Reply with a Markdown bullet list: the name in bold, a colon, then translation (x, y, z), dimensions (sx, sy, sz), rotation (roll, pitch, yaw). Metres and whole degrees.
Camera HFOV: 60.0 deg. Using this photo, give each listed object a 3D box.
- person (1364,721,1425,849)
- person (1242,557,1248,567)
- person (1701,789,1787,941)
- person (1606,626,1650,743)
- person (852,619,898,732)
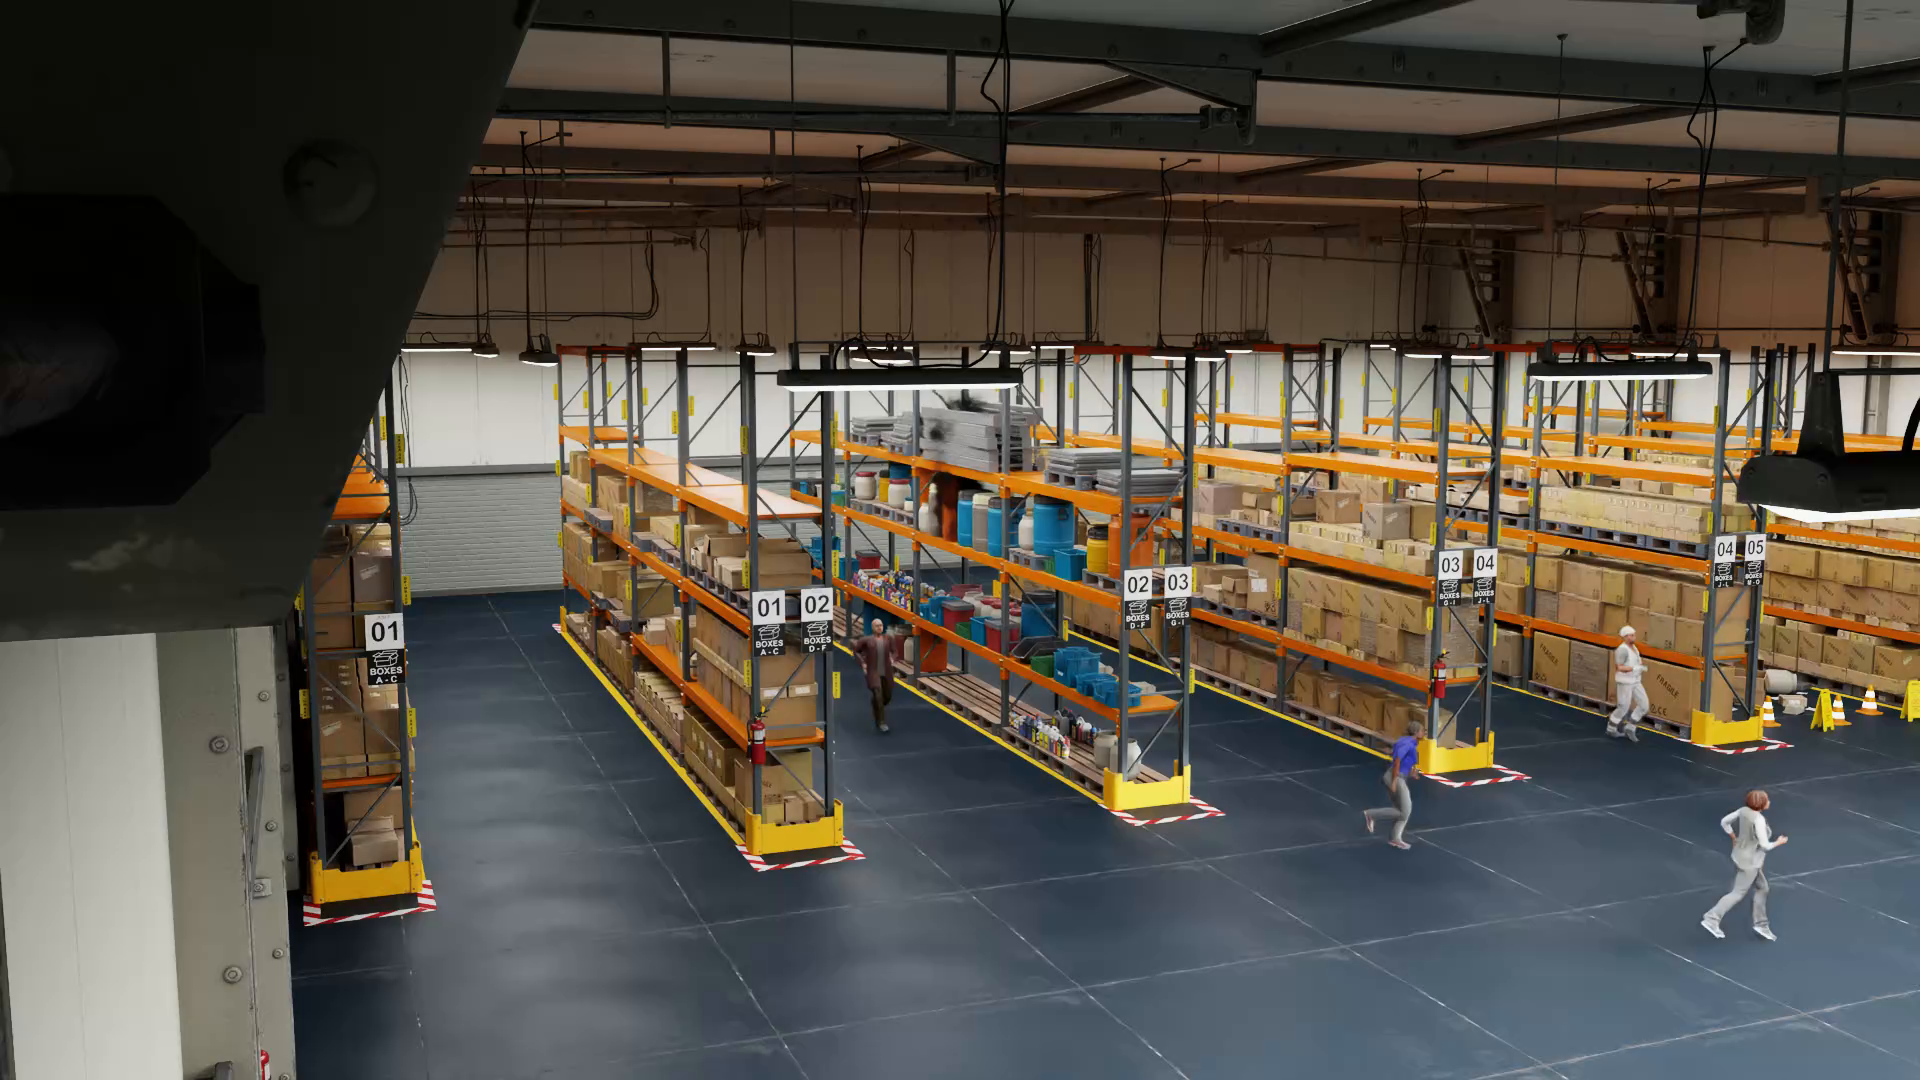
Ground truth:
- **person**: translation (5.309, 2.987, 20.352), dimensions (0.719, 1.583, 0.536), rotation (0, 7, -1)
- **person**: translation (7.404, 0.144, 42.247), dimensions (0.850, 1.701, 0.625), rotation (-3, 8, -21)
- **person**: translation (8.088, 3.372, 17.195), dimensions (0.851, 1.614, 0.548), rotation (1, 7, 4)
- **person**: translation (10.277, 2.221, 25.478), dimensions (0.632, 1.814, 0.680), rotation (-5, 9, -36)
- **person**: translation (-1.313, 2.119, 26.384), dimensions (0.720, 1.746, 0.913), rotation (-3, 8, -24)
